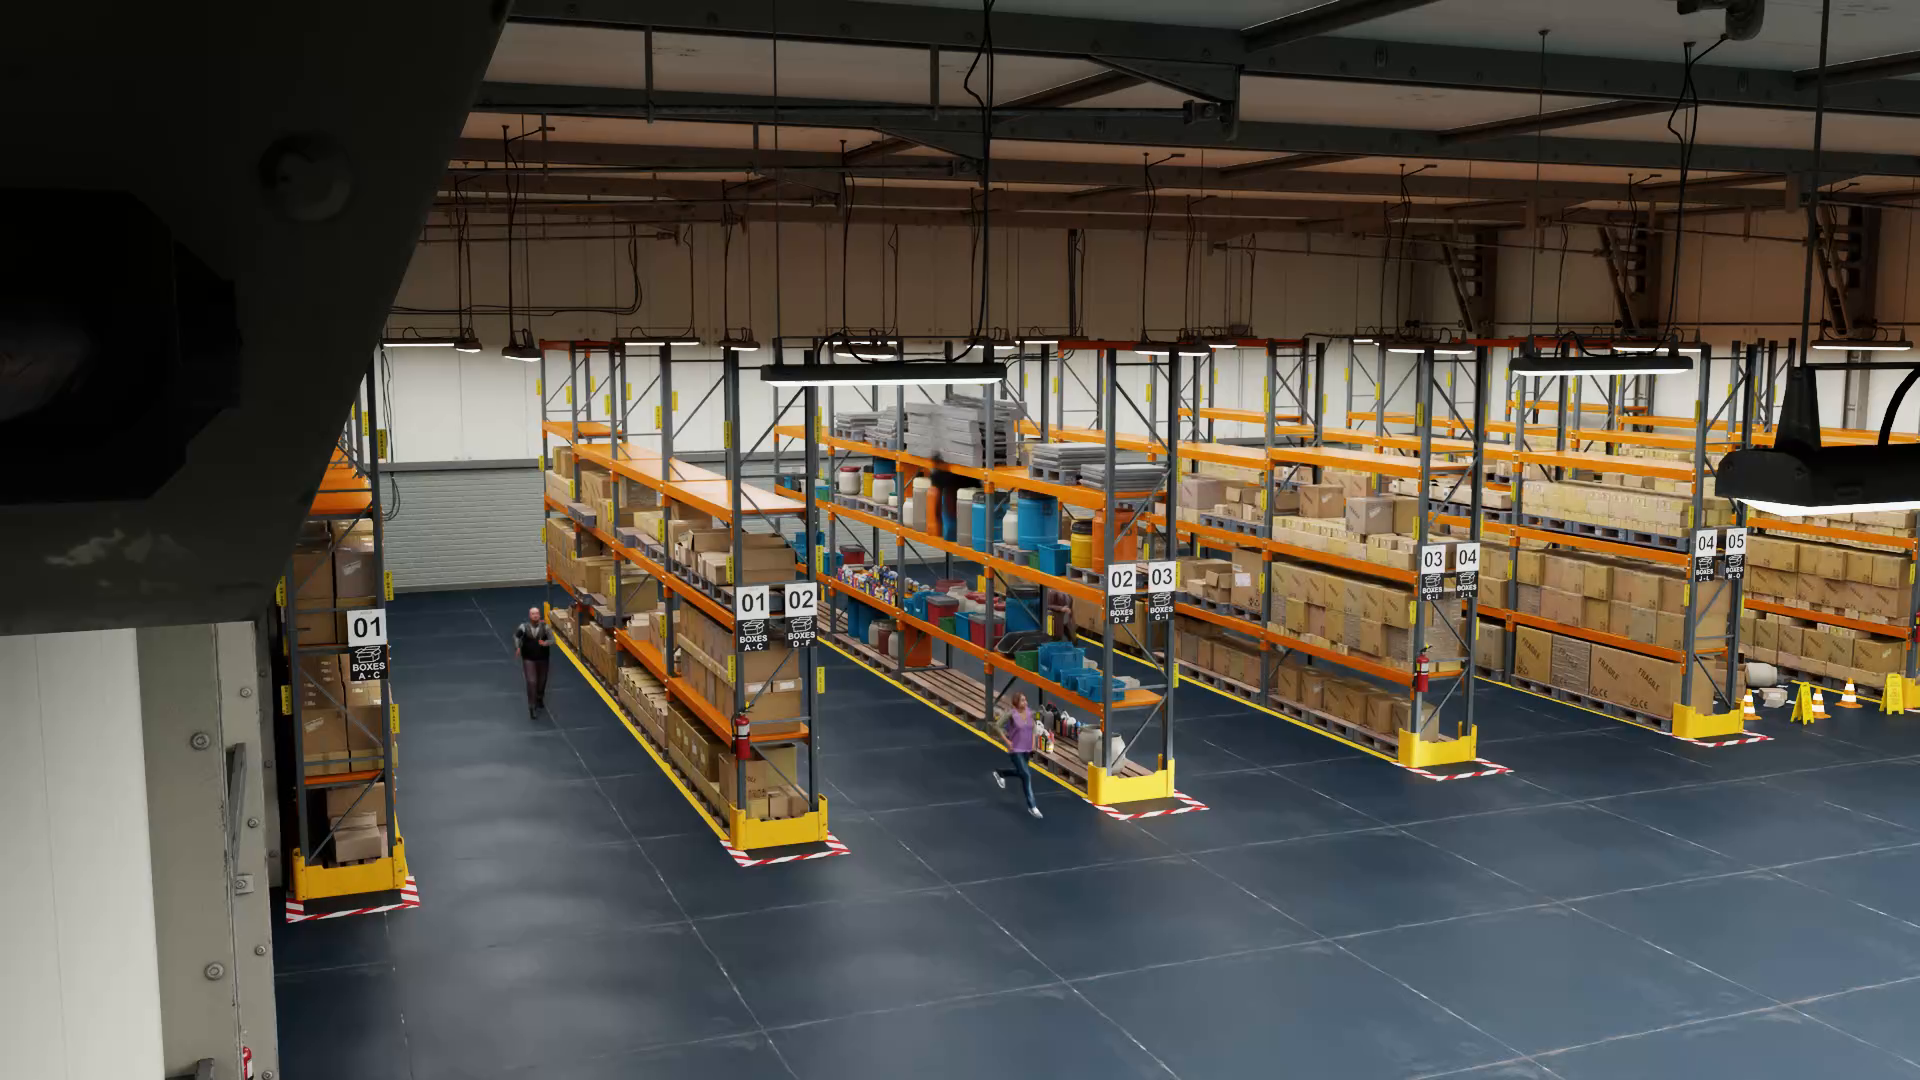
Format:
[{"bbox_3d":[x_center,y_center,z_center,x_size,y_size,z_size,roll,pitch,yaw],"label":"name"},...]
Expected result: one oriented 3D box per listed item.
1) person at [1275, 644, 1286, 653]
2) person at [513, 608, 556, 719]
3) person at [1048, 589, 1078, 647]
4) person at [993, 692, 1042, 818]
[{"bbox_3d":[6.155,1.308,32.406,0.642,1.683,0.828,-4,8,-27],"label":"person"},{"bbox_3d":[-6.871,1.954,26.941,0.645,1.734,0.904,-3,8,-21],"label":"person"},{"bbox_3d":[1.852,1.527,30.301,0.689,1.827,0.813,-4,9,-30],"label":"person"},{"bbox_3d":[0.752,2.757,21.716,0.511,1.595,0.987,-6,10,-41],"label":"person"}]
